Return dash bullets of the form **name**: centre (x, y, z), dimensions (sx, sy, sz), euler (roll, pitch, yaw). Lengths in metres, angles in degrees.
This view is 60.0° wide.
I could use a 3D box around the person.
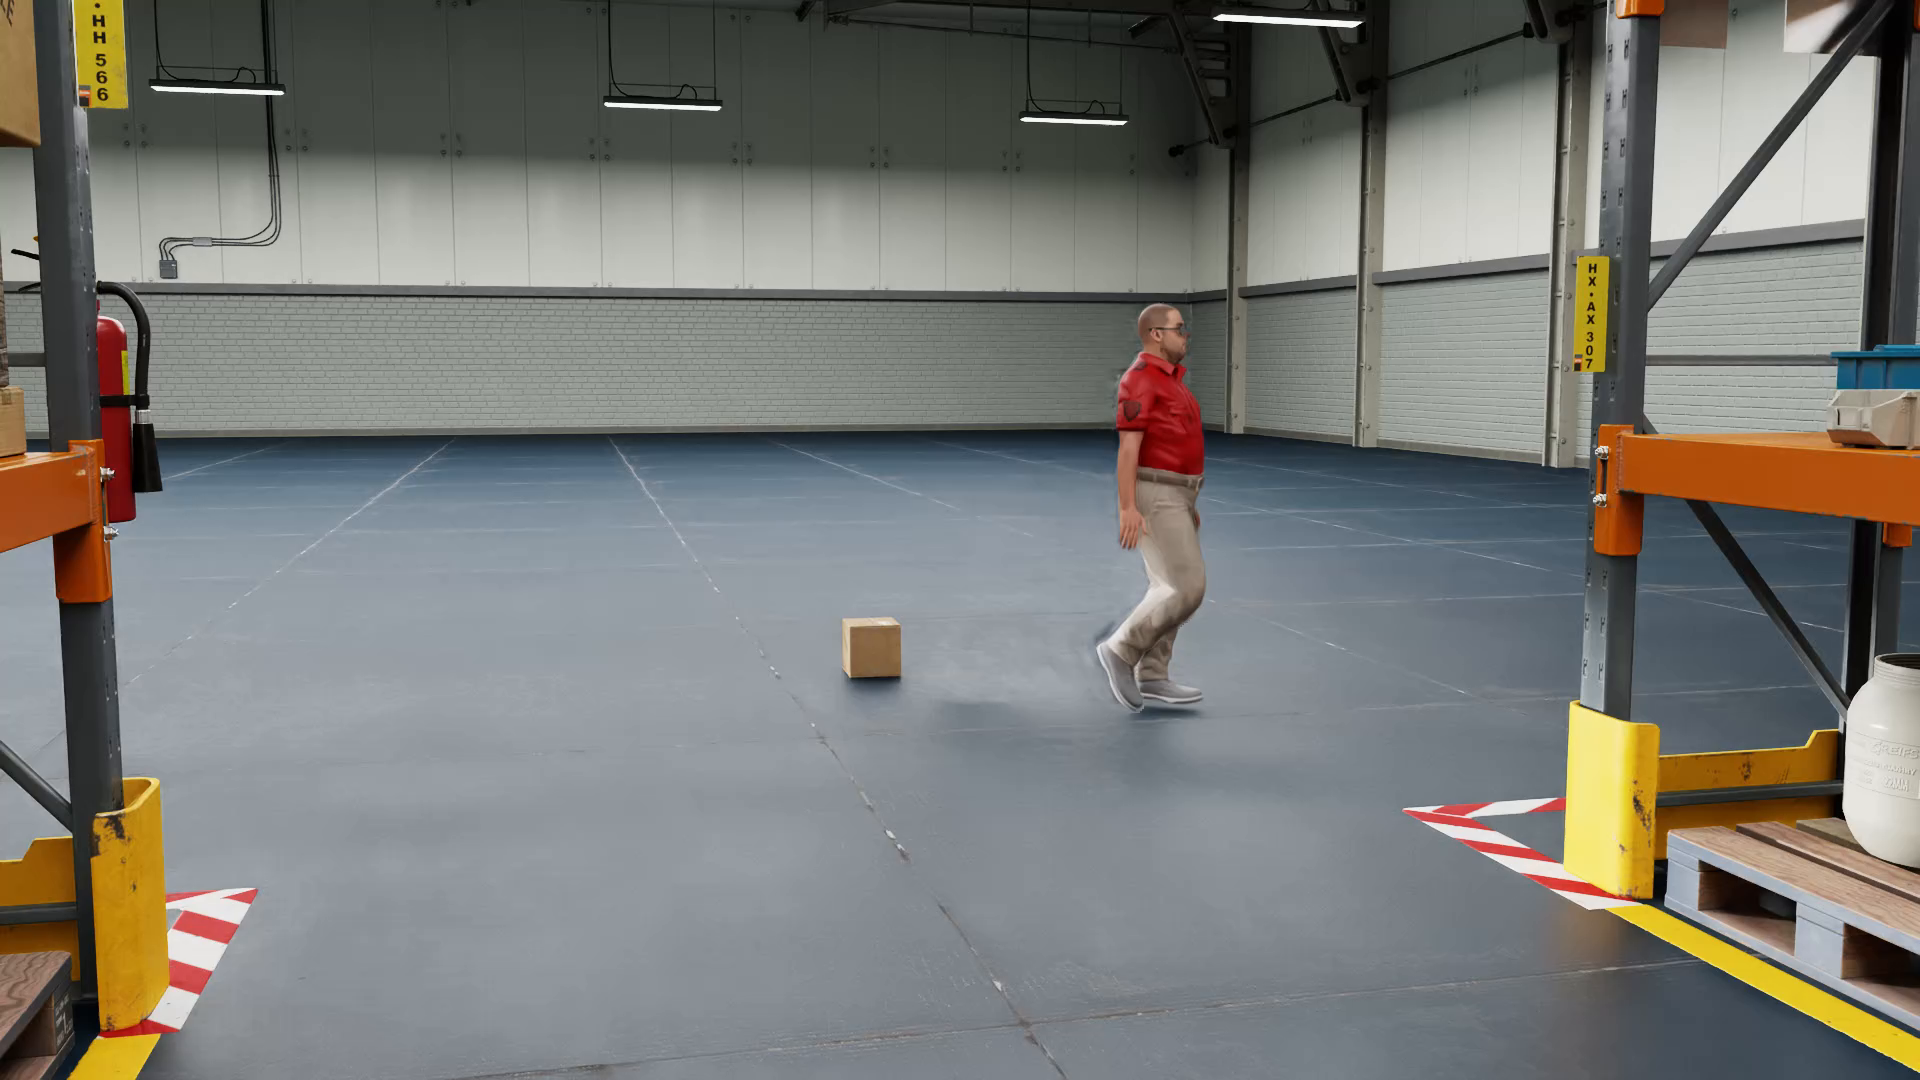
- **person**: centre (0.860, -0.137, 7.129), dimensions (0.483, 1.735, 0.571), euler (2, 7, 22)
